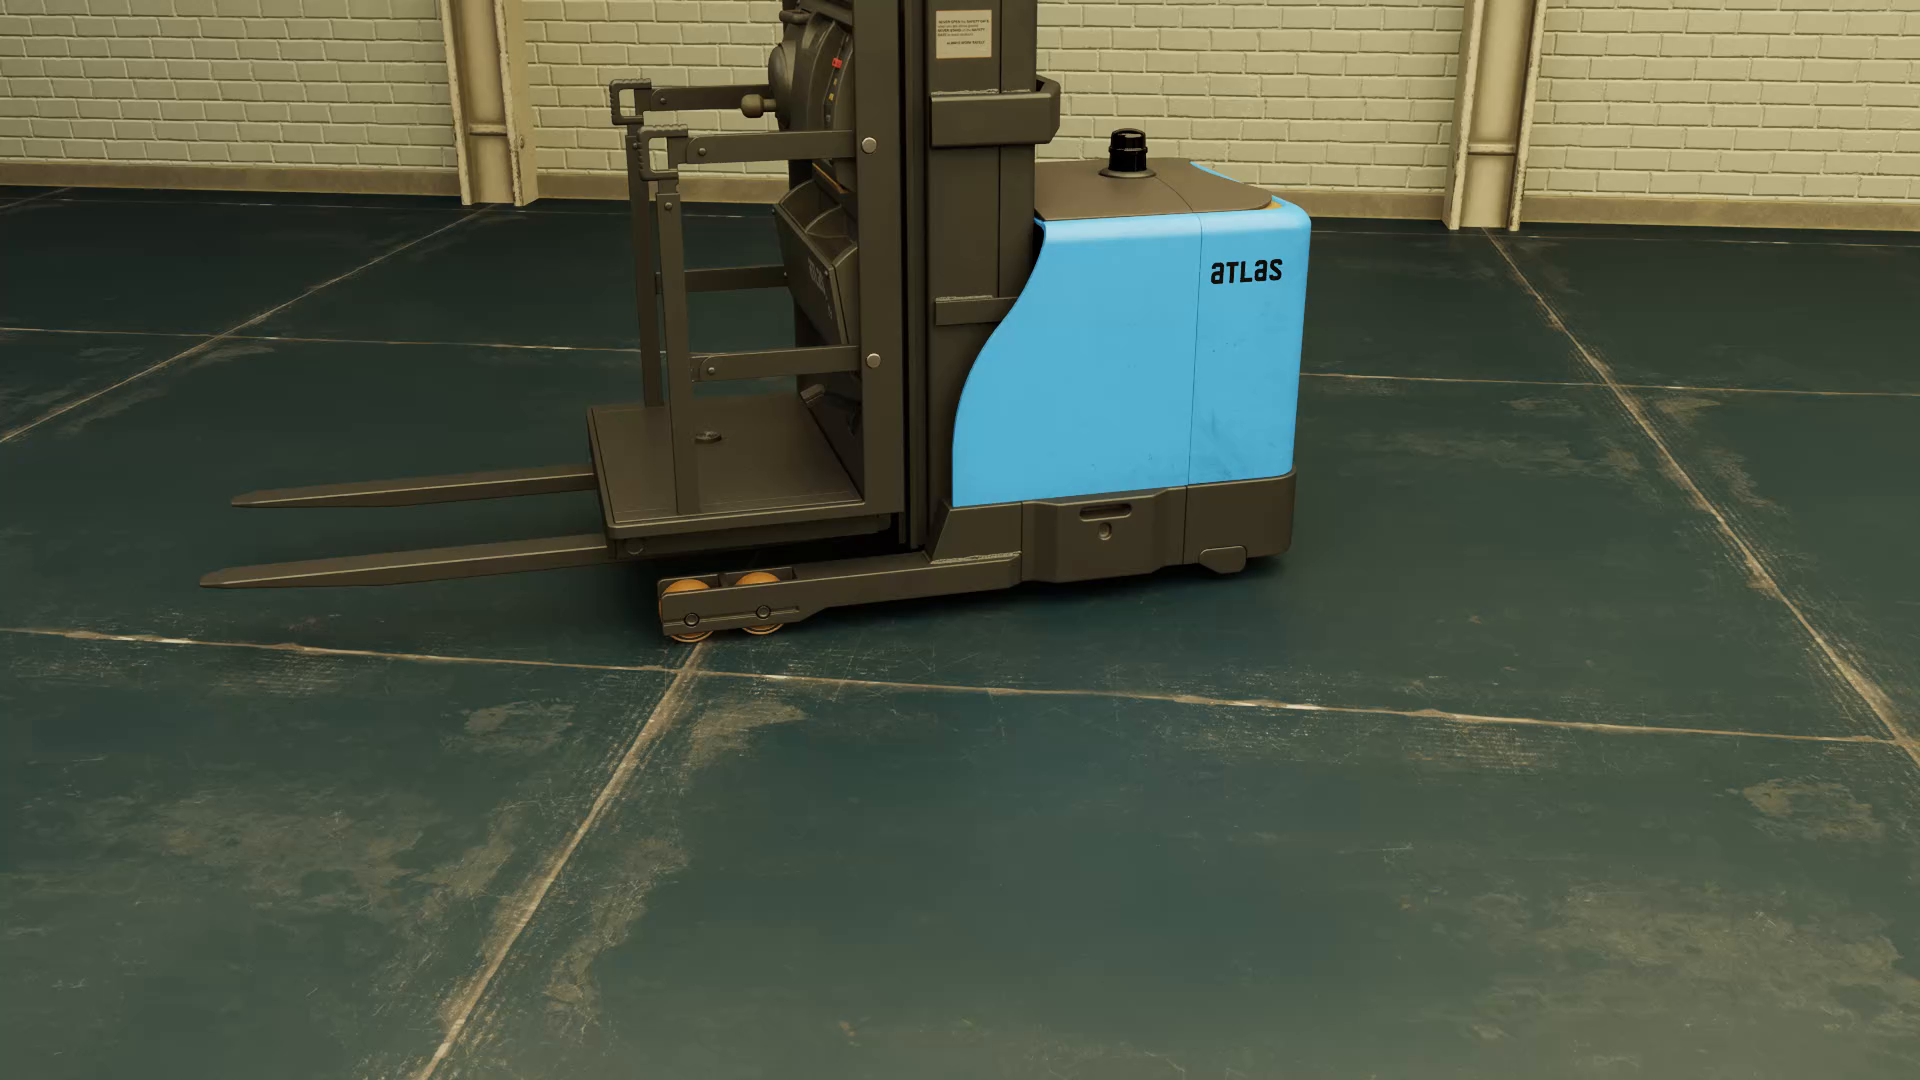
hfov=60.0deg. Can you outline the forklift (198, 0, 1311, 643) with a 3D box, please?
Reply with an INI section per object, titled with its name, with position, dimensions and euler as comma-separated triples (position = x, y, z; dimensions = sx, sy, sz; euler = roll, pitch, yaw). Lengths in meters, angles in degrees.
[forklift]
position = -0.588, -1.301, 4.485
dimensions = 3.031, 2.935, 1.130
euler = -6, 23, -14
